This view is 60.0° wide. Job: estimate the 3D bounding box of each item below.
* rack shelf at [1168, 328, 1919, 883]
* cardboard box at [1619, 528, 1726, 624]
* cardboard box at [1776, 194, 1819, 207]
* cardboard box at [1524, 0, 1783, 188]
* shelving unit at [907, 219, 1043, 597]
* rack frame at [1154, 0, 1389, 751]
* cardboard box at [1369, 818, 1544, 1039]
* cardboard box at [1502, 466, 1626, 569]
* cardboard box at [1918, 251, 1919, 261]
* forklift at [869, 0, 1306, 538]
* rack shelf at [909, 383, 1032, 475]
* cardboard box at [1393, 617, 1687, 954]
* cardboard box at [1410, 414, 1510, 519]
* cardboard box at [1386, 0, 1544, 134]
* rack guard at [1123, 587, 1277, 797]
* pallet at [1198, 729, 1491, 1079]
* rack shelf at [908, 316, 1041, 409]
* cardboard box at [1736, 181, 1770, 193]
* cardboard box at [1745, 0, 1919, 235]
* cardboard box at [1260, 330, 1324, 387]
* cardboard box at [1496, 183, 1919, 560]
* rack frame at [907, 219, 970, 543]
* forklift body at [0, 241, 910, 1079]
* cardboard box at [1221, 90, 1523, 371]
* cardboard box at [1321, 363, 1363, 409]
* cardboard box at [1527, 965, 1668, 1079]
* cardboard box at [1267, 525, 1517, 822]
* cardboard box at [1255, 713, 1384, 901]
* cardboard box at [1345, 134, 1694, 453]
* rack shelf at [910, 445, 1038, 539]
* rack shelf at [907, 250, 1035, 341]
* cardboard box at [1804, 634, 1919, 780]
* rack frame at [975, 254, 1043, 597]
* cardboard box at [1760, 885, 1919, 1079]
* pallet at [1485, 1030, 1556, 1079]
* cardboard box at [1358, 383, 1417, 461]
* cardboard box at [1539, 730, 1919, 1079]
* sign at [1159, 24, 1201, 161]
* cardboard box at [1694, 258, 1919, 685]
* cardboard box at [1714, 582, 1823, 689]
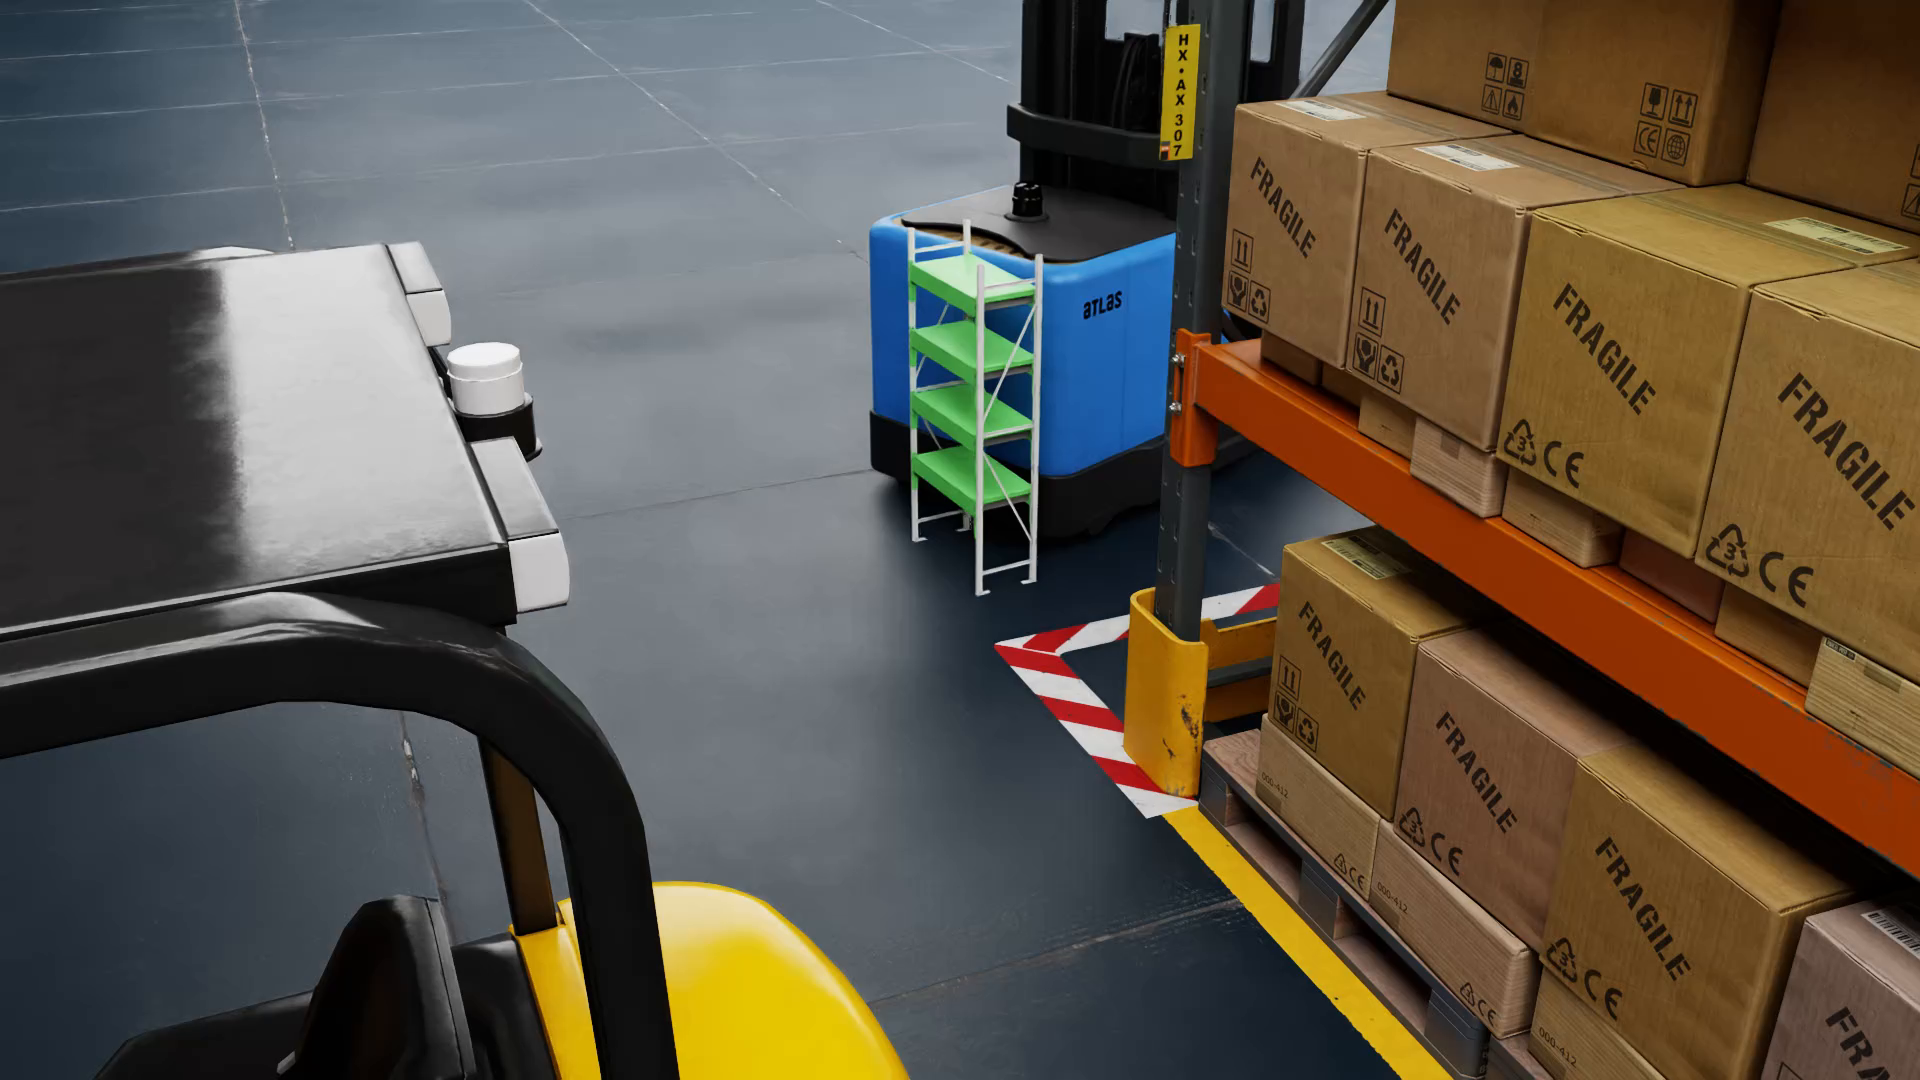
[{"bbox_3d":[1.827,0.326,2.983,1.077,0.370,4.000,-11,28,-21],"label":"rack shelf"},{"bbox_3d":[1.475,0.007,3.103,0.380,0.149,0.250,-10,28,-19],"label":"cardboard box"},{"bbox_3d":[1.894,-0.406,3.209,0.500,0.500,0.500,-11,28,-21],"label":"cardboard box"},{"bbox_3d":[1.636,-1.058,3.406,0.700,0.500,0.500,-10,28,-20],"label":"cardboard box"},{"bbox_3d":[0.045,-0.462,5.828,0.258,1.200,0.503,-14,29,-26],"label":"shelving unit"},{"bbox_3d":[1.044,-0.805,4.479,1.000,3.000,0.127,-11,28,-21],"label":"rack frame"},{"bbox_3d":[1.298,0.823,3.801,0.500,0.250,0.500,-10,28,-19],"label":"cardboard box"},{"bbox_3d":[1.317,-0.089,3.301,0.380,0.149,0.250,-10,28,-19],"label":"cardboard box"},{"bbox_3d":[1.998,-0.645,2.559,0.700,0.500,0.500,-11,28,-21],"label":"cardboard box"},{"bbox_3d":[1.024,-1.879,6.759,1.130,2.935,3.031,23,34,39],"label":"forklift"},{"bbox_3d":[0.045,-0.404,5.856,0.258,0.148,0.480,-14,29,-26],"label":"rack shelf"},{"bbox_3d":[1.324,0.498,3.611,0.500,0.500,0.500,-12,28,-23],"label":"cardboard box"},{"bbox_3d":[1.184,-0.188,3.503,0.380,0.149,0.250,-10,28,-20],"label":"cardboard box"},{"bbox_3d":[1.444,-1.264,3.827,0.700,0.500,0.500,-11,28,-22],"label":"cardboard box"},{"bbox_3d":[1.073,0.349,4.965,1.175,0.500,0.348,-11,28,-21],"label":"rack guard"},{"bbox_3d":[1.359,0.813,4.344,1.003,0.211,1.213,-11,28,-21],"label":"pallet"},{"bbox_3d":[0.045,-0.620,5.751,0.258,0.148,0.480,-14,29,-26],"label":"rack shelf"},{"bbox_3d":[1.701,-0.608,3.624,0.500,0.500,0.500,-11,28,-20],"label":"cardboard box"},{"bbox_3d":[1.930,-0.870,3.020,0.700,0.500,0.500,-11,28,-21],"label":"cardboard box"},{"bbox_3d":[0.986,-0.519,4.180,0.380,0.149,0.250,-10,28,-20],"label":"cardboard box"},{"bbox_3d":[1.380,-0.330,3.054,0.500,0.500,0.500,-11,28,-22],"label":"cardboard box"},{"bbox_3d":[-0.072,-0.556,6.021,0.240,1.200,0.015,-14,29,-26],"label":"rack frame"},{"bbox_3d":[-1.101,0.883,1.989,2.313,2.155,1.214,-11,28,-21],"label":"forklift body"},{"bbox_3d":[0.974,-0.744,3.902,0.500,0.500,0.500,-11,28,-21],"label":"cardboard box"},{"bbox_3d":[1.098,-0.419,3.977,0.380,0.149,0.250,-10,28,-20],"label":"cardboard box"},{"bbox_3d":[1.523,1.041,3.354,0.500,0.250,0.500,-9,27,-17],"label":"cardboard box"},{"bbox_3d":[1.115,0.288,4.042,0.500,0.500,0.500,-12,28,-22],"label":"cardboard box"},{"bbox_3d":[1.105,0.616,4.226,0.500,0.250,0.500,-11,28,-21],"label":"cardboard box"},{"bbox_3d":[1.180,-0.536,3.475,0.500,0.500,0.500,-10,28,-19],"label":"cardboard box"},{"bbox_3d":[0.045,-0.189,5.962,0.258,0.148,0.480,-14,29,-26],"label":"rack shelf"},{"bbox_3d":[0.045,-0.836,5.646,0.258,0.148,0.480,-14,29,-26],"label":"rack shelf"},{"bbox_3d":[1.596,0.230,2.646,0.380,0.149,0.250,-10,28,-20],"label":"cardboard box"},{"bbox_3d":[0.163,-0.368,5.636,0.240,1.200,0.015,-14,29,-26],"label":"rack frame"},{"bbox_3d":[1.730,0.917,2.754,0.500,0.500,0.500,-9,27,-18],"label":"cardboard box"},{"bbox_3d":[1.833,1.305,3.337,1.003,0.211,1.213,-11,28,-21],"label":"pallet"},{"bbox_3d":[1.127,-0.298,3.729,0.380,0.149,0.250,-12,28,-22],"label":"cardboard box"},{"bbox_3d":[1.513,0.702,3.193,0.500,0.500,0.500,-10,28,-20],"label":"cardboard box"},{"bbox_3d":[0.544,-1.100,4.098,0.100,0.325,0.005,-11,28,-21],"label":"sign"},{"bbox_3d":[1.587,-0.126,2.637,0.500,0.500,0.500,-11,28,-22],"label":"cardboard box"},{"bbox_3d":[1.551,0.119,2.875,0.380,0.149,0.250,-11,28,-22],"label":"cardboard box"}]
